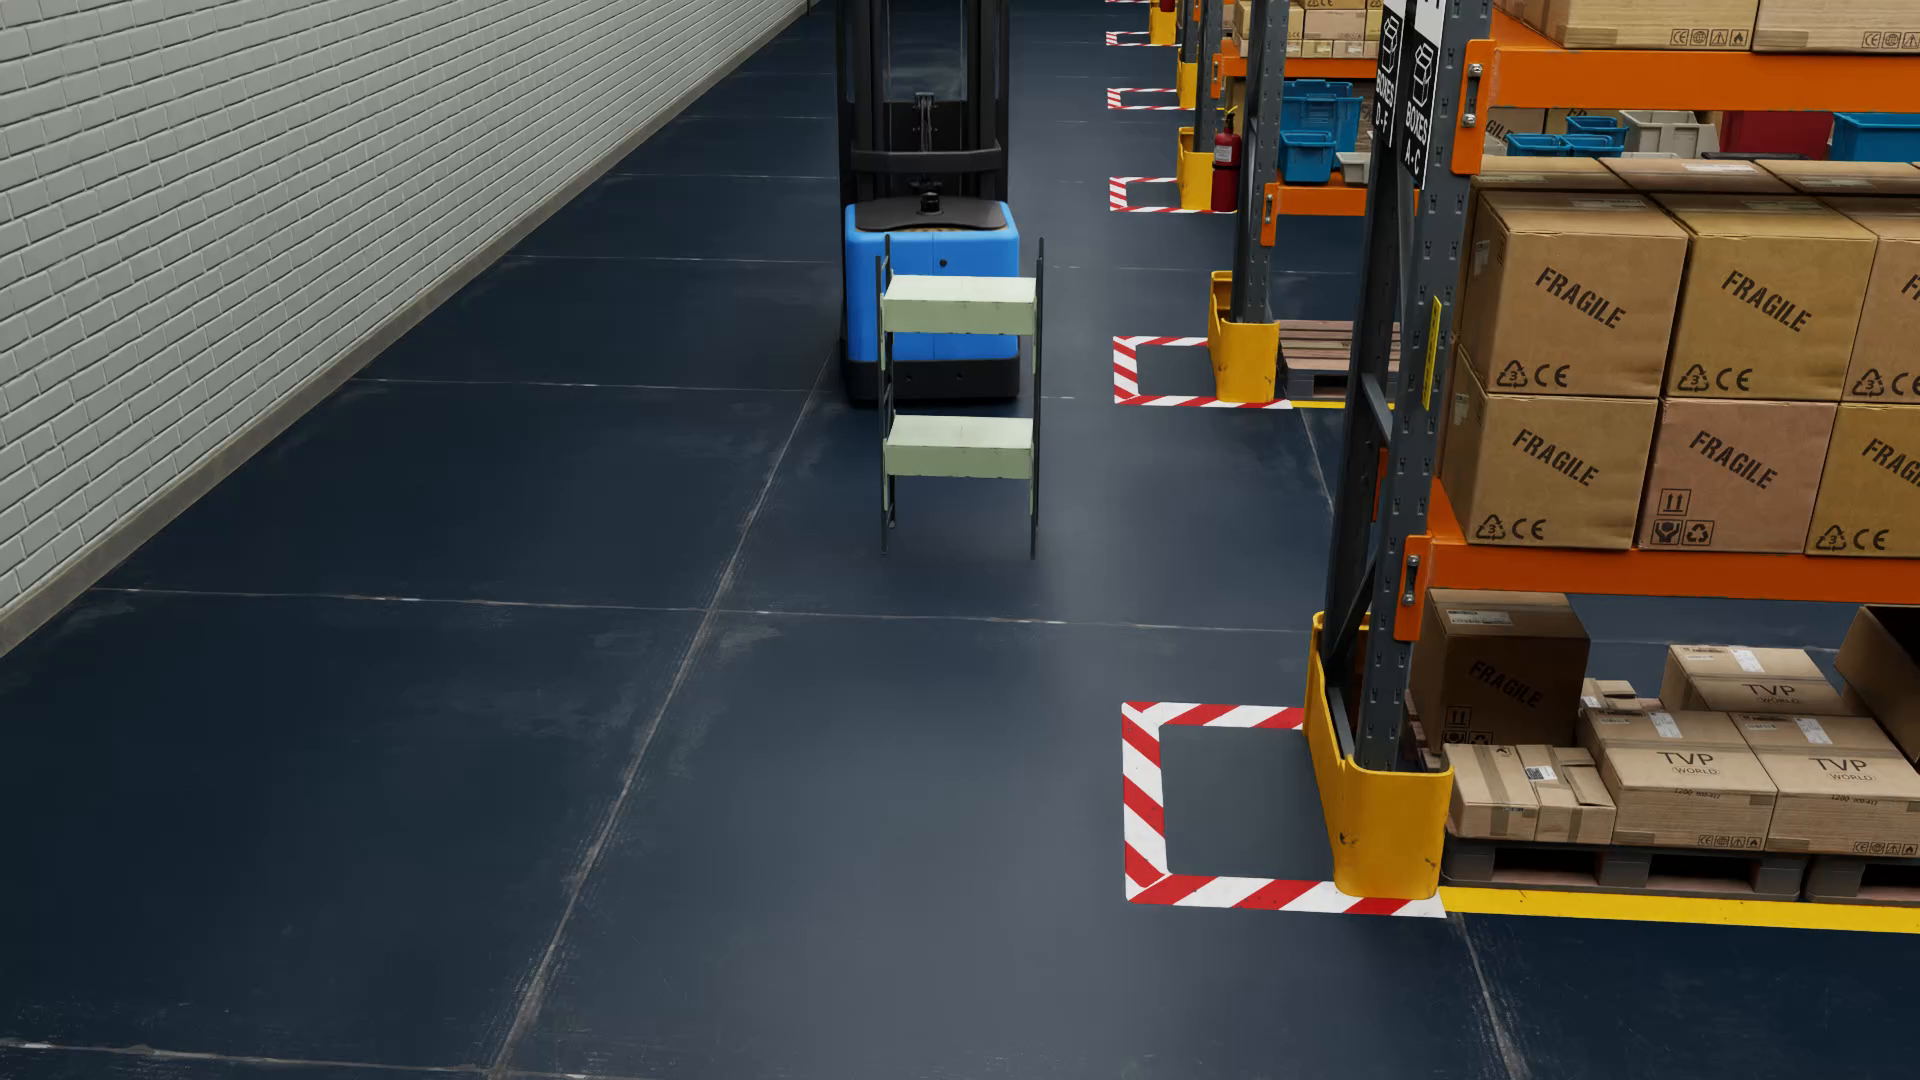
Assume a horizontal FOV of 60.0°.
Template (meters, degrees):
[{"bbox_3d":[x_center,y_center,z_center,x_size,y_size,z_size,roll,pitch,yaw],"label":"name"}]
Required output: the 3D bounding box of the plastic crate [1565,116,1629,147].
[{"bbox_3d":[3.883,-2.441,10.185,0.300,0.233,0.416,2,25,4],"label":"plastic crate"}]

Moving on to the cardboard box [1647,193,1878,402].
[{"bbox_3d":[2.377,-0.746,5.057,0.500,0.500,0.500,2,25,5],"label":"cardboard box"}]

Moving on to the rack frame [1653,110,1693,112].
[{"bbox_3d":[6.183,-4.385,14.281,0.127,3.000,1.000,2,25,4],"label":"rack frame"}]

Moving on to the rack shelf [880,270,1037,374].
[{"bbox_3d":[0.007,-1.036,7.863,0.720,0.370,0.431,2,25,4],"label":"rack shelf"}]

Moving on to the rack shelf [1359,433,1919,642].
[{"bbox_3d":[3.427,0.007,5.598,4.000,0.370,1.077,2,25,4],"label":"rack shelf"}]

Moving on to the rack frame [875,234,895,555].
[{"bbox_3d":[-0.358,-0.693,8.052,0.023,1.500,0.400,2,25,4],"label":"rack frame"}]

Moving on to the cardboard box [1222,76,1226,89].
[{"bbox_3d":[3.174,-5.322,19.226,0.250,0.149,0.380,2,25,5],"label":"cardboard box"}]

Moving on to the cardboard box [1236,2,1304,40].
[{"bbox_3d":[2.653,-4.452,14.250,0.500,0.250,0.500,1,25,3],"label":"cardboard box"}]

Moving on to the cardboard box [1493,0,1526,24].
[{"bbox_3d":[1.965,-1.772,5.194,0.500,0.250,0.500,2,25,4],"label":"cardboard box"}]

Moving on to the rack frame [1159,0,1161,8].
[{"bbox_3d":[2.954,-8.643,23.535,0.127,3.000,1.000,2,25,4],"label":"rack frame"}]

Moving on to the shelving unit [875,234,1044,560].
[{"bbox_3d":[0.007,-0.681,8.027,0.755,1.500,0.431,2,25,4],"label":"shelving unit"}]

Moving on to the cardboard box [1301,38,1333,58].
[{"bbox_3d":[3.035,-4.234,14.254,0.250,0.149,0.380,1,25,3],"label":"cardboard box"}]

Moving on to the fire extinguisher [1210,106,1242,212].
[{"bbox_3d":[1.700,-2.438,10.589,0.183,0.674,0.296,2,25,4],"label":"fire extinguisher"}]

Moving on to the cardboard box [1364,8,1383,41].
[{"bbox_3d":[3.673,-4.420,14.182,0.500,0.250,0.500,1,25,2],"label":"cardboard box"}]

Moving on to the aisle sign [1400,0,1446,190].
[{"bbox_3d":[1.343,-1.445,4.782,0.004,0.787,0.394,2,25,4],"label":"aisle sign"}]

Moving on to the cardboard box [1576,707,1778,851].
[{"bbox_3d":[2.452,0.817,5.740,0.500,0.250,0.500,2,25,4],"label":"cardboard box"}]

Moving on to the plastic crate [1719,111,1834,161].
[{"bbox_3d":[4.933,-2.510,10.058,0.583,0.464,0.402,2,25,4],"label":"plastic crate"}]

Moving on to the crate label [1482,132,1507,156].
[{"bbox_3d":[3.210,-2.391,10.192,0.243,0.136,0.396,2,25,4],"label":"crate label"}]

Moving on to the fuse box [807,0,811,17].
[{"bbox_3d":[-2.364,-9.099,26.068,0.414,1.711,0.539,2,25,4],"label":"fuse box"}]

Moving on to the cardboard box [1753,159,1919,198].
[{"bbox_3d":[2.919,-0.953,5.508,0.500,0.500,0.500,3,25,5],"label":"cardboard box"}]

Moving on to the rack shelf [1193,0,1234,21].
[{"bbox_3d":[4.670,-6.186,19.056,4.000,0.370,1.077,2,25,4],"label":"rack shelf"}]

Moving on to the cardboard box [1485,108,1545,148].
[{"bbox_3d":[4.634,-3.693,14.818,0.875,0.875,0.875,2,25,4],"label":"cardboard box"}]

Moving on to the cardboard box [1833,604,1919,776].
[{"bbox_3d":[3.548,0.620,5.864,0.637,0.503,0.797,2,25,4],"label":"cardboard box"}]

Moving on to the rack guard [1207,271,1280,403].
[{"bbox_3d":[1.791,-1.308,10.585,0.348,0.500,1.175,2,25,4],"label":"rack guard"}]

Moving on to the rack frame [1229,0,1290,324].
[{"bbox_3d":[1.816,-2.448,10.073,0.127,3.000,1.000,2,25,4],"label":"rack frame"}]

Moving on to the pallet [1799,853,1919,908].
[{"bbox_3d":[3.517,0.951,6.022,1.213,0.211,1.003,2,25,4],"label":"pallet"}]

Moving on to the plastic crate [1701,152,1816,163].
[{"bbox_3d":[4.668,-2.146,9.674,0.590,0.125,0.437,2,25,4],"label":"plastic crate"}]

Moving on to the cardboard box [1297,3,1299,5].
[{"bbox_3d":[3.204,-4.658,14.699,0.500,0.250,0.500,1,25,3],"label":"cardboard box"}]

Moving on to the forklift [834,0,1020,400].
[{"bbox_3d":[-0.250,-2.751,10.813,1.130,2.935,3.031,-2,25,-3],"label":"forklift"}]

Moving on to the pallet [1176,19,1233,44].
[{"bbox_3d":[3.757,-7.383,24.133,1.213,0.211,1.003,2,25,4],"label":"pallet"}]

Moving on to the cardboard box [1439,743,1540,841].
[{"bbox_3d":[1.824,0.868,5.750,0.250,0.149,0.380,2,25,4],"label":"cardboard box"}]

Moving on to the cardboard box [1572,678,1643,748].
[{"bbox_3d":[2.391,0.669,6.162,0.250,0.166,0.380,2,25,4],"label":"cardboard box"}]

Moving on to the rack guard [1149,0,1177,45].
[{"bbox_3d":[2.930,-7.508,24.059,0.348,0.500,1.175,2,25,4],"label":"rack guard"}]

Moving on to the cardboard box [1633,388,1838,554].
[{"bbox_3d":[2.370,-0.291,5.265,0.500,0.500,0.500,2,25,3],"label":"cardboard box"}]

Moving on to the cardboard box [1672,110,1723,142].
[{"bbox_3d":[6.823,-3.598,14.611,0.875,0.875,1.225,2,25,4],"label":"cardboard box"}]

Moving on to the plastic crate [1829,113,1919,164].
[{"bbox_3d":[5.313,-2.213,9.509,0.575,0.384,0.392,2,25,4],"label":"plastic crate"}]

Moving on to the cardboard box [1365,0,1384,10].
[{"bbox_3d":[3.669,-4.762,14.028,0.500,0.500,0.500,1,25,3],"label":"cardboard box"}]

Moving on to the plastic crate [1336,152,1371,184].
[{"bbox_3d":[2.350,-2.166,9.703,0.298,0.136,0.250,2,25,4],"label":"plastic crate"}]

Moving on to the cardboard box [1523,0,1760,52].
[{"bbox_3d":[1.926,-1.556,4.725,0.500,0.250,0.500,2,25,4],"label":"cardboard box"}]

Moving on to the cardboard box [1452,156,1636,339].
[{"bbox_3d":[1.898,-0.984,5.575,0.500,0.500,0.500,2,25,4],"label":"cardboard box"}]

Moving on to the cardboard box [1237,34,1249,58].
[{"bbox_3d":[2.524,-4.250,14.288,0.250,0.149,0.380,2,25,5],"label":"cardboard box"}]

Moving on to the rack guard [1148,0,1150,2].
[{"bbox_3d":[3.406,-9.574,28.549,0.348,0.500,1.175,2,25,4],"label":"rack guard"}]

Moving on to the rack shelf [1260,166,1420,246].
[{"bbox_3d":[3.810,-2.057,10.084,4.000,0.370,1.077,2,25,4],"label":"rack shelf"}]

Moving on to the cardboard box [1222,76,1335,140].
[{"bbox_3d":[2.839,-3.751,14.943,0.875,0.875,0.875,2,25,4],"label":"cardboard box"}]

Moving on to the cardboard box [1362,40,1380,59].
[{"bbox_3d":[3.549,-4.217,14.218,0.250,0.149,0.380,1,25,3],"label":"cardboard box"}]

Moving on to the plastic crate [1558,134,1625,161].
[{"bbox_3d":[3.649,-2.203,9.667,0.300,0.233,0.416,2,25,4],"label":"plastic crate"}]

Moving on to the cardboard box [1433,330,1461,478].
[{"bbox_3d":[1.900,-0.528,5.781,0.500,0.500,0.500,3,25,6],"label":"cardboard box"}]

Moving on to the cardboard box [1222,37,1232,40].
[{"bbox_3d":[3.223,-5.831,19.621,0.250,0.149,0.380,2,25,5],"label":"cardboard box"}]
